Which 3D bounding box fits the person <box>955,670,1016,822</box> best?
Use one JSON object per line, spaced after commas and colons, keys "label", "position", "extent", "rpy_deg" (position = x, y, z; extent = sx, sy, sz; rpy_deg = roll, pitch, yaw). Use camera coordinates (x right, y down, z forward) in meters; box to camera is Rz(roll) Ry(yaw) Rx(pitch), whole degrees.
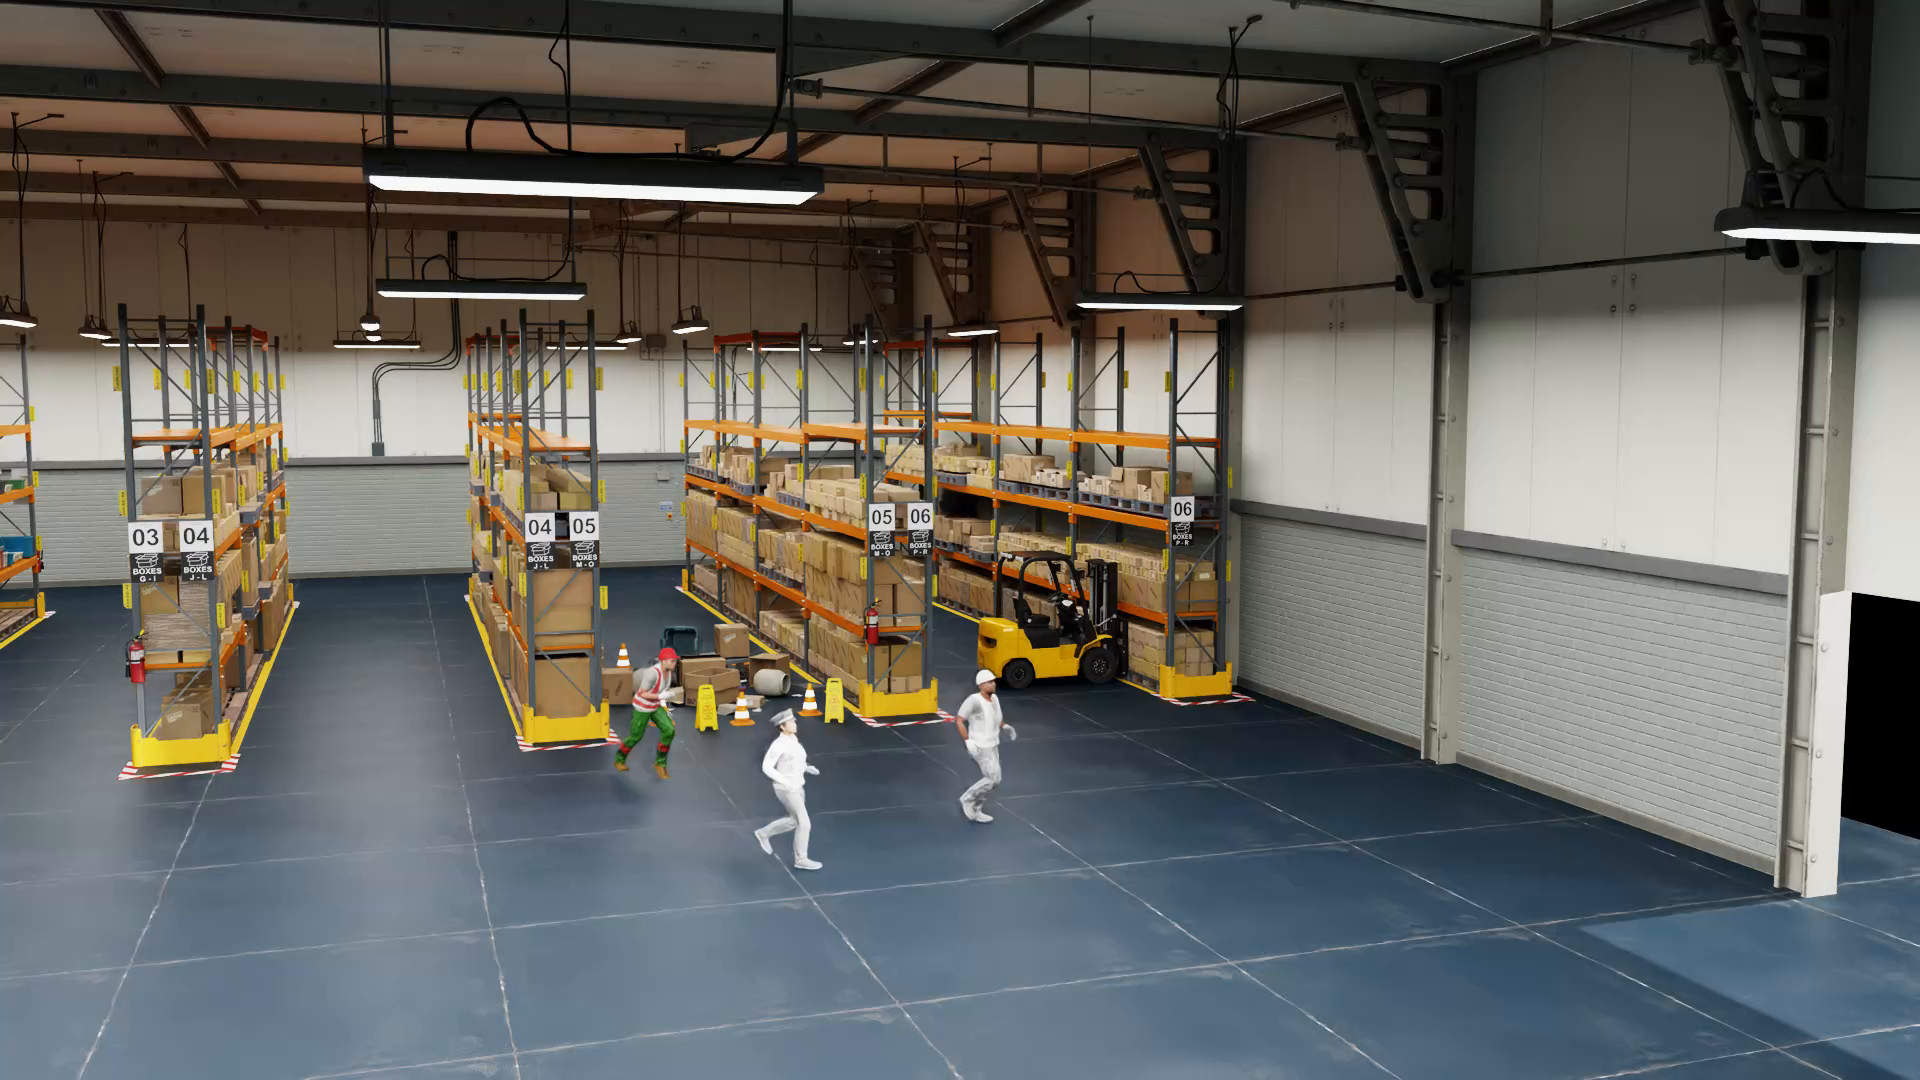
{"label": "person", "position": [0.316, 2.341, 18.894], "extent": [0.581, 1.743, 0.690], "rpy_deg": [3, 6, 25]}

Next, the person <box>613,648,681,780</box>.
{"label": "person", "position": [-3.963, 2.193, 21.088], "extent": [1.011, 1.717, 0.705], "rpy_deg": [2, 6, 25]}

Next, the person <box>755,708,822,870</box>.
{"label": "person", "position": [-1.786, 2.551, 17.133], "extent": [0.748, 1.660, 0.625], "rpy_deg": [1, 6, 15]}
